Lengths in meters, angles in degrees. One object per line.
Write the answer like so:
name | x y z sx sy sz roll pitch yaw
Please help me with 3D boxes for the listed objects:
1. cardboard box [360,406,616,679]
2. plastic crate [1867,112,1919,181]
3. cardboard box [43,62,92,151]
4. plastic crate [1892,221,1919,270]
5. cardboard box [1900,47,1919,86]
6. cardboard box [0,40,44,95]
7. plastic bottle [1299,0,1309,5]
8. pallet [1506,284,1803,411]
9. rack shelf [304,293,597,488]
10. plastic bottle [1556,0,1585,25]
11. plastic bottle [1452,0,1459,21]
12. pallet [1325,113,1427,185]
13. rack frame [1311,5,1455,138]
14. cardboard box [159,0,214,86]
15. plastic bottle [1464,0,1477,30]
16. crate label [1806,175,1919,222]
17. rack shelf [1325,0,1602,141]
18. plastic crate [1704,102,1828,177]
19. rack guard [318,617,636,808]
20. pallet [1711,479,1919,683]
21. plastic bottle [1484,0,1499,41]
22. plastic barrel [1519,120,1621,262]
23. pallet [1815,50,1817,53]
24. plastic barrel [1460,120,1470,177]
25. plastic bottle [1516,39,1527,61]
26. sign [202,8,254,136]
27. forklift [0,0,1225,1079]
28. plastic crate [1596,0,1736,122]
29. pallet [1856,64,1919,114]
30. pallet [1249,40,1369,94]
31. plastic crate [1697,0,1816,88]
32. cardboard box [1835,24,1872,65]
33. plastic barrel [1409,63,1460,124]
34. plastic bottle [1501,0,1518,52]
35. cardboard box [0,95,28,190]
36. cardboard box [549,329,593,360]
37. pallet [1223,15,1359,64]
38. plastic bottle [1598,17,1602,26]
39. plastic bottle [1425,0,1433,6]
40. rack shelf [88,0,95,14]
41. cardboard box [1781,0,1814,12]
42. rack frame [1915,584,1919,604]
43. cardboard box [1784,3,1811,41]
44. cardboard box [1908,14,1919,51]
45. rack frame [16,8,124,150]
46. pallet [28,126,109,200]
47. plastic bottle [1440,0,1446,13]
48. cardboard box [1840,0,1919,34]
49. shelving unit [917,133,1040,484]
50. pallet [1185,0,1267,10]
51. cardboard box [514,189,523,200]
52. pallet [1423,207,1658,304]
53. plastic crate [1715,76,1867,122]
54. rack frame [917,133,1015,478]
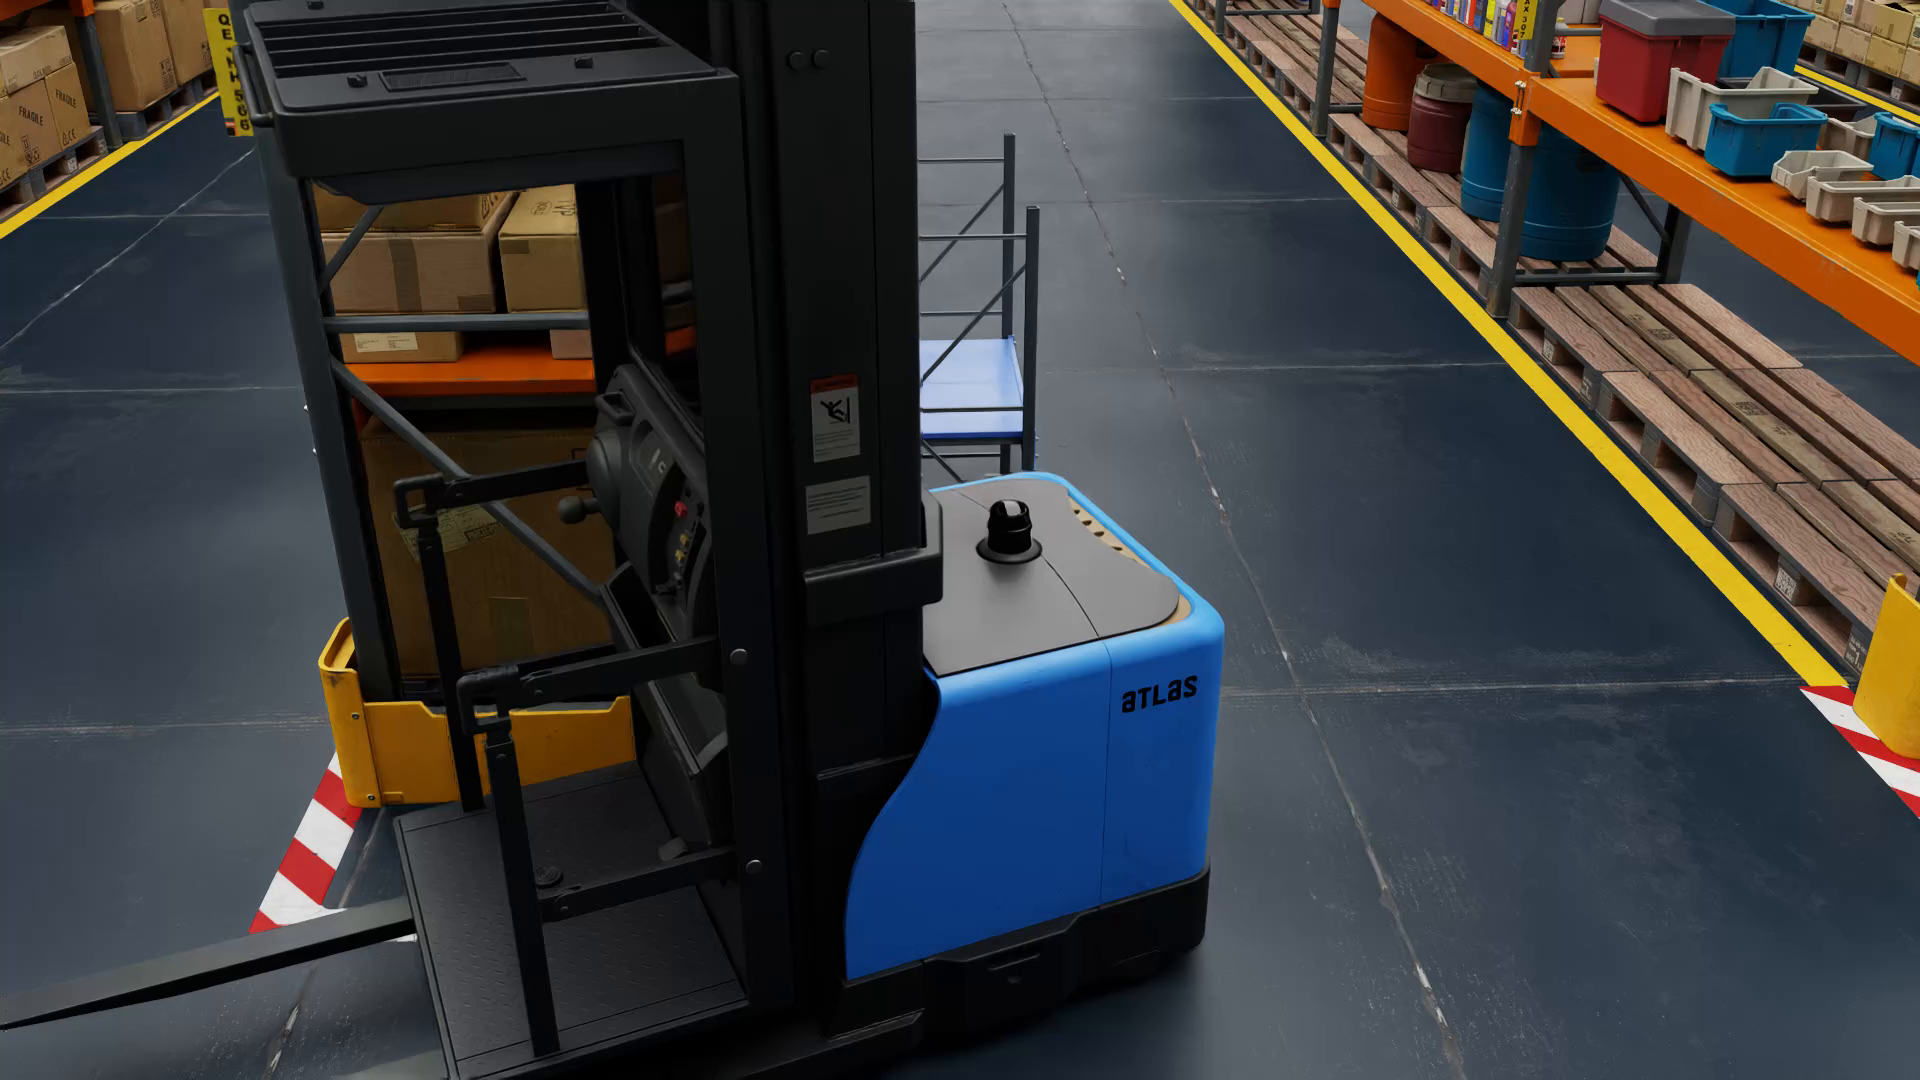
cardboard box | -1.456 -0.140 5.618 0.875 0.875 0.875 -1 28 -3
plastic crate | 3.835 -1.542 6.580 0.416 0.233 0.300 -1 28 -3
cardboard box | -6.424 -3.004 11.514 0.500 0.500 0.500 -2 28 -3
plastic crate | 3.380 -1.003 5.650 0.396 0.136 0.243 -1 28 -3
cardboard box | 7.861 -3.738 13.193 0.500 0.250 0.500 -1 28 -1
cardboard box | -6.384 -3.091 10.871 0.500 0.250 0.500 -1 28 -2
plastic bottle | 3.398 -5.406 16.347 0.097 0.271 0.097 0 28 0
pallet | 3.472 -0.994 8.427 1.003 0.211 1.213 -1 28 -3
rack shelf | -1.447 -1.207 6.598 1.077 0.370 4.000 -1 28 -3
plastic bottle | 3.551 -3.161 9.700 0.152 0.276 0.135 -1 28 -3
plastic bottle | 2.965 -3.172 9.802 0.097 0.201 0.097 0 28 0
pallet | 3.268 -2.817 11.922 1.003 0.211 1.213 -1 28 -3
rack frame | 3.186 -4.416 11.973 1.000 3.000 0.127 -1 28 -3
cardboard box | -6.710 -4.099 13.344 1.050 0.750 0.750 -1 28 -2
plastic bottle | 3.006 -3.090 9.564 0.152 0.276 0.135 -1 28 -3
crate label | 3.340 -1.266 6.153 0.396 0.136 0.243 -1 28 -3
rack shelf | 3.290 -3.173 10.369 1.077 0.370 4.000 -1 28 -3
plastic crate | 3.240 -1.616 6.721 0.416 0.233 0.300 -1 28 -3
rack guard | -1.342 0.517 5.217 1.175 0.500 0.348 -1 28 -3
pallet | 3.599 0.133 6.267 1.003 0.211 1.213 -1 28 -3
plastic bottle | 3.020 -2.963 9.242 0.144 0.351 0.185 -1 28 -3
plastic barrel | 3.383 -2.076 9.302 0.600 0.901 0.708 -1 28 -3
pallet | 8.001 -4.805 15.735 1.003 0.211 1.213 -1 28 -3
plastic barrel | 3.406 -2.493 10.523 0.421 0.512 0.421 0 28 0
plastic bottle | 3.051 -2.688 8.794 0.152 0.276 0.135 -1 28 -3
sign | -1.885 -1.214 4.325 0.100 0.325 0.005 -1 28 -3
forklift | -0.894 -0.087 3.747 3.031 2.935 1.130 -12 30 -21
plastic crate | 3.191 -2.205 7.601 0.402 0.464 0.583 -1 28 -3
pallet | 8.128 -3.679 13.575 1.003 0.211 1.213 -1 28 -3
pallet | 3.123 -4.100 14.383 1.003 0.211 1.213 -1 28 -3
plastic crate | 3.760 -2.381 8.024 0.392 0.384 0.575 -1 28 -3
cardboard box | 7.808 -4.208 14.094 0.500 0.250 0.500 -1 28 -1
plastic barrel | 3.347 -3.015 11.523 0.421 0.512 0.421 0 28 0
plastic bottle | 2.993 -2.797 8.995 0.061 0.283 0.133 -1 28 -3
cardboard box | -6.356 -2.520 10.587 0.500 0.500 0.500 -3 28 -5
cardboard box | -1.032 -0.662 5.048 0.380 0.149 0.250 -1 28 -2
pallet | 3.057 -4.665 15.466 1.003 0.211 1.213 -1 28 -3
plastic bottle | 3.755 -3.107 9.589 0.061 0.283 0.133 -1 28 -3
plastic bottle | 2.962 -3.472 10.217 0.144 0.351 0.185 -1 28 -3
rack shelf | -6.823 -4.828 13.541 1.077 0.370 4.000 -1 28 -3
cardboard box | 7.746 -4.930 14.871 0.500 0.311 0.500 -2 28 -4
rack frame | 3.603 -0.721 4.890 1.000 3.000 0.127 -1 28 -3
cardboard box | 7.752 -4.681 15.000 0.500 0.250 0.500 -2 28 -4
cardboard box | 7.859 -3.986 13.061 0.500 0.311 0.500 -1 28 -1
rack frame | -6.719 -4.223 11.604 1.000 3.000 0.127 -1 28 -3
pallet | -6.680 -2.626 11.557 1.003 0.211 1.213 -1 28 -3
plastic bottle | 2.953 -3.279 10.007 0.097 0.201 0.097 0 28 0
cardboard box | 7.802 -4.459 13.968 0.500 0.311 0.500 -2 28 -3
shelving unit | -0.004 -0.704 6.479 0.538 1.500 1.048 -1 28 -3
pallet | 2.917 -5.903 17.839 1.003 0.211 1.213 -1 28 -3
cardboard box | -1.659 -1.119 5.492 0.500 0.250 0.500 -2 28 -4
pallet | 3.396 -1.690 9.761 1.003 0.211 1.213 -1 28 -3
plastic crate | 3.721 -1.963 7.503 0.437 0.125 0.590 -1 28 -3
rack frame | -0.031 -0.939 6.929 0.500 1.500 0.032 -1 28 -3
